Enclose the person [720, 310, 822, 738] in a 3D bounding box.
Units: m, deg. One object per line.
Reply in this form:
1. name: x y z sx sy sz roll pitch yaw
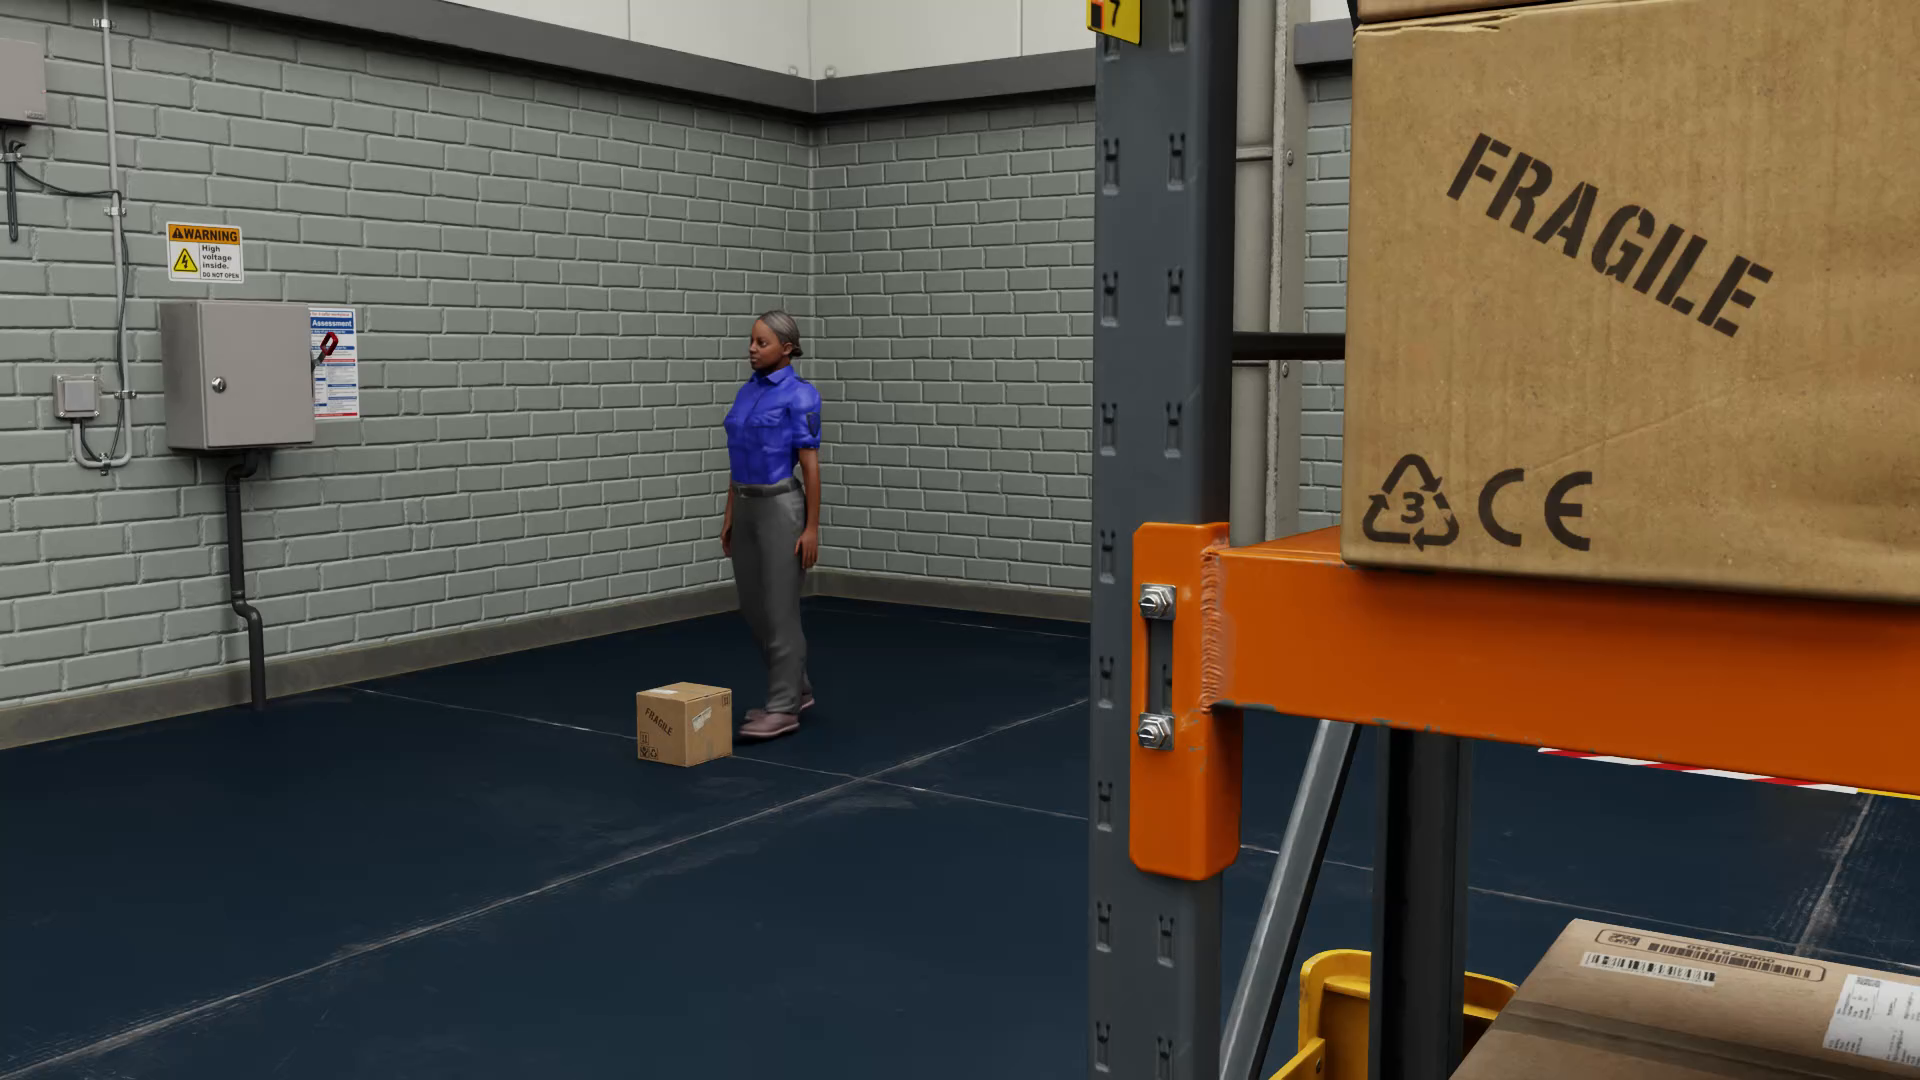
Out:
1. person: -0.733 -0.066 6.558 0.489 1.666 0.475 -6 9 -44
